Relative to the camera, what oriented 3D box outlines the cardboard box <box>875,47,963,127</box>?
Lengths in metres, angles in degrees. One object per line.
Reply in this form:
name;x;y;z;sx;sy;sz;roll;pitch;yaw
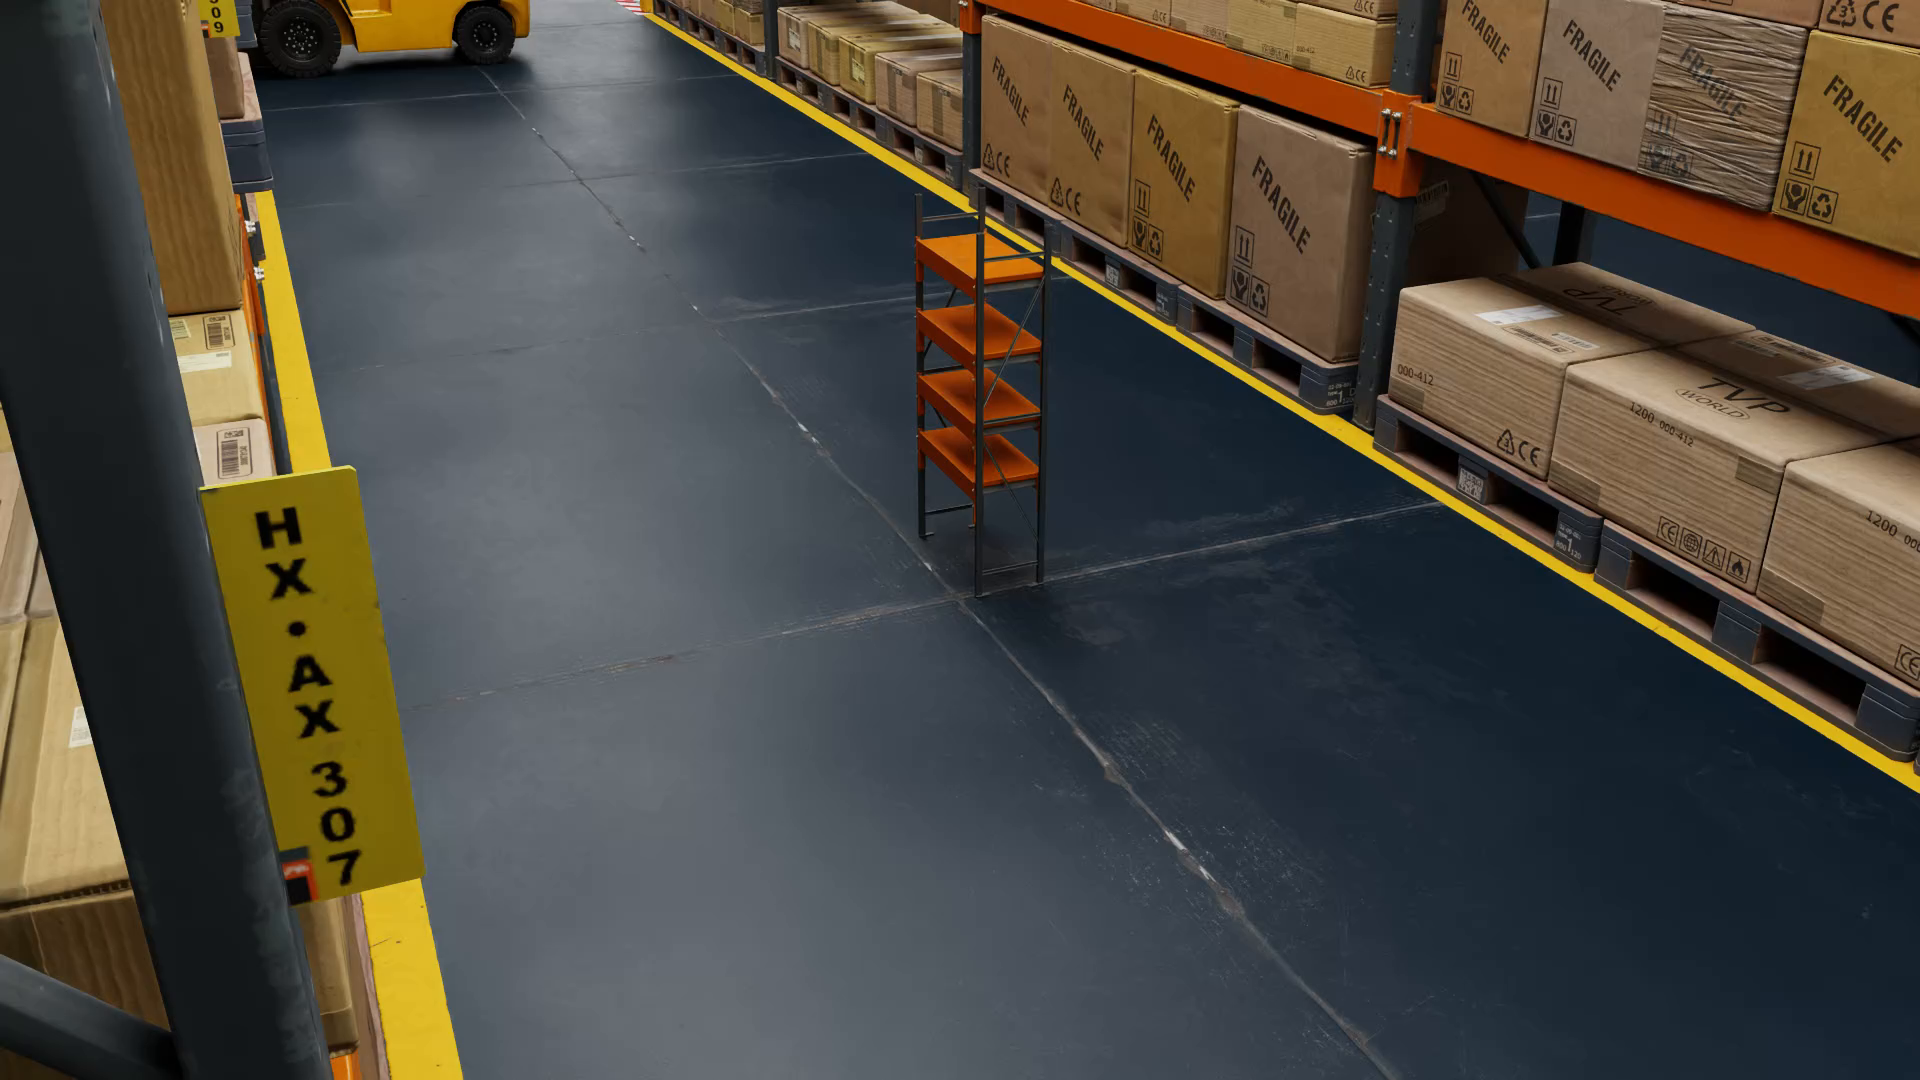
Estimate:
cardboard box;-0.011;-3.029;11.051;0.950;0.372;0.625;-11;28;-22

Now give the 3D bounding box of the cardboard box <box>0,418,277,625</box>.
cardboard box;-1.063;0.090;1.979;0.500;0.250;0.500;-10;28;-20

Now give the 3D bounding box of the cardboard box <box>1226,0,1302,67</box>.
cardboard box;1.458;-2.156;6.918;0.500;0.250;0.500;-11;28;-21

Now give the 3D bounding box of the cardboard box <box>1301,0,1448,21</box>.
cardboard box;1.668;-2.173;6.384;0.500;0.250;0.500;-11;28;-21

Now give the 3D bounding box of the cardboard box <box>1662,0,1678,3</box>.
cardboard box;2.220;-1.935;5.042;0.500;0.500;0.500;-11;28;-21

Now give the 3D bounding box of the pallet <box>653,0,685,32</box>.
pallet;-2.320;-5.107;15.968;1.003;0.211;1.213;-11;28;-21

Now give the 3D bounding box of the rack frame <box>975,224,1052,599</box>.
rack frame;0.160;-0.374;5.148;0.240;1.200;0.015;-11;28;-21

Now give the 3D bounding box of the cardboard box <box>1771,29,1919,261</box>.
cardboard box;2.591;-1.077;4.423;0.500;0.500;0.500;-10;28;-19

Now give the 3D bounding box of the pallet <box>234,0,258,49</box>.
pallet;-3.738;-2.293;7.245;1.213;0.211;1.003;-11;28;-21

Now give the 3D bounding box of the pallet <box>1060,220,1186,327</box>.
pallet;1.211;-1.419;8.415;1.003;0.211;1.213;-11;28;-21

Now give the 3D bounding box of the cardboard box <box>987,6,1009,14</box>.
cardboard box;0.557;-4.645;13.830;0.500;0.500;0.500;-11;28;-21

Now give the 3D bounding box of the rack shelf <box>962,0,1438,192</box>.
rack shelf;1.281;-2.364;7.993;1.077;0.370;4.000;-11;28;-21

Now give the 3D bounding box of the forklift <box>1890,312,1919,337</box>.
forklift;4.922;-2.260;7.038;1.130;2.935;3.031;6;27;11

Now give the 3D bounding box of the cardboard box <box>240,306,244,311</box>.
cardboard box;-1.685;-0.525;3.238;0.500;0.250;0.500;-11;28;-21

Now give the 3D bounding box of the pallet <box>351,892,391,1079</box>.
pallet;-1.752;0.998;3.465;1.003;0.211;1.213;-11;28;-21

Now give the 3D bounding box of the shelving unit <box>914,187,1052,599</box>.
shelving unit;0.065;-0.472;5.350;0.258;1.200;0.503;-11;28;-21

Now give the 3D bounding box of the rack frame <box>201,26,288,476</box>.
rack frame;-2.502;-1.026;4.432;1.000;3.000;0.127;-11;28;-21

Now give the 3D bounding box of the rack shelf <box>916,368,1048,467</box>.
rack shelf;0.065;-0.412;5.379;0.258;0.148;0.480;-11;28;-21

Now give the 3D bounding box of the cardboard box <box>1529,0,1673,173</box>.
cardboard box;2.200;-1.487;5.262;0.500;0.500;0.500;-10;28;-20

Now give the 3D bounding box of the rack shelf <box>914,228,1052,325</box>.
rack shelf;0.065;-0.825;5.177;0.258;0.148;0.480;-11;28;-21

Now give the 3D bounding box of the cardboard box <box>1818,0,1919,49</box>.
cardboard box;2.605;-1.523;4.196;0.500;0.500;0.500;-11;28;-21

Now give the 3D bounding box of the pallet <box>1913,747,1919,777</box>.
pallet;3.246;0.679;4.120;1.003;0.211;1.213;-11;28;-21

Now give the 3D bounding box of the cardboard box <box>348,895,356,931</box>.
cardboard box;-1.501;0.678;3.313;0.500;0.500;0.500;-10;28;-20

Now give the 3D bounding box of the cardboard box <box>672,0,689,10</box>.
cardboard box;-2.381;-5.097;15.426;0.500;0.250;0.500;-10;28;-19

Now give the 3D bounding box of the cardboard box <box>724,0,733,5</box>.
cardboard box;-1.748;-4.797;13.958;0.500;0.500;0.500;-10;28;-20

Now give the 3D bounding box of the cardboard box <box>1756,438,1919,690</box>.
cardboard box;2.914;0.080;4.609;0.875;0.438;0.875;-10;28;-19

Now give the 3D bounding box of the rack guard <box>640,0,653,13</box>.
rack guard;-2.605;-5.570;16.589;1.175;0.500;0.348;-11;28;-21

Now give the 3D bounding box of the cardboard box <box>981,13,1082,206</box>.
cardboard box;0.692;-2.436;9.263;0.875;0.875;0.875;-11;28;-21

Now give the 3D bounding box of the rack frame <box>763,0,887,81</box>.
rack frame;-1.069;-5.110;12.796;1.000;3.000;0.127;-11;28;-21

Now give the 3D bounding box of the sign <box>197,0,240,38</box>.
sign;-2.005;-1.511;4.439;0.100;0.325;0.005;-11;28;-21

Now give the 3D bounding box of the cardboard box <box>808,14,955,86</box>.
cardboard box;-0.576;-3.616;12.255;0.950;0.372;0.625;-9;27;-17

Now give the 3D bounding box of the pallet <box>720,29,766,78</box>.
pallet;-1.364;-4.122;13.951;1.003;0.211;1.213;-11;28;-21

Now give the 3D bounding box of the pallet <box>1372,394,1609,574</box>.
pallet;2.290;-0.306;6.137;1.003;0.211;1.213;-11;28;-21

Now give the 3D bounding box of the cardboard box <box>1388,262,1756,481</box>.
cardboard box;2.211;-0.645;6.095;0.875;0.438;0.875;-11;28;-21

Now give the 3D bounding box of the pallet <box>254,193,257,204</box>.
pallet;-4.828;-2.218;10.052;1.003;0.211;1.213;-11;28;-21

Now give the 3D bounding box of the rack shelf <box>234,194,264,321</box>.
rack shelf;-3.285;-1.510;6.243;1.077;0.370;4.000;-11;28;-21

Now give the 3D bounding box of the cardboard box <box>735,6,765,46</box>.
cardboard box;-1.548;-4.255;13.702;0.500;0.250;0.500;-9;28;-18

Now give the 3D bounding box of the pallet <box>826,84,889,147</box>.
pallet;-0.281;-3.049;11.755;1.003;0.211;1.213;-11;28;-21

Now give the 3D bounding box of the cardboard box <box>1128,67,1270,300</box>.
cardboard box;1.387;-1.714;7.784;0.875;0.875;0.875;-10;28;-19

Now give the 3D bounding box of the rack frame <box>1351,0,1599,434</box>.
rack frame;2.064;-1.880;6.182;1.000;3.000;0.127;-11;28;-21

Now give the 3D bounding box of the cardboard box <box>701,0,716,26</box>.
cardboard box;-1.960;-4.675;14.561;0.500;0.250;0.500;-10;28;-20

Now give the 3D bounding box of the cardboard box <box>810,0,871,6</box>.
cardboard box;-1.051;-4.684;13.726;0.500;0.500;0.500;-9;27;-18

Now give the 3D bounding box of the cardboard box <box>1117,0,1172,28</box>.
cardboard box;1.072;-2.571;7.768;0.500;0.250;0.500;-11;28;-21

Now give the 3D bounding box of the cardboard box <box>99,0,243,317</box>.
cardboard box;-1.453;-0.649;2.638;0.500;0.500;0.500;-10;28;-19
